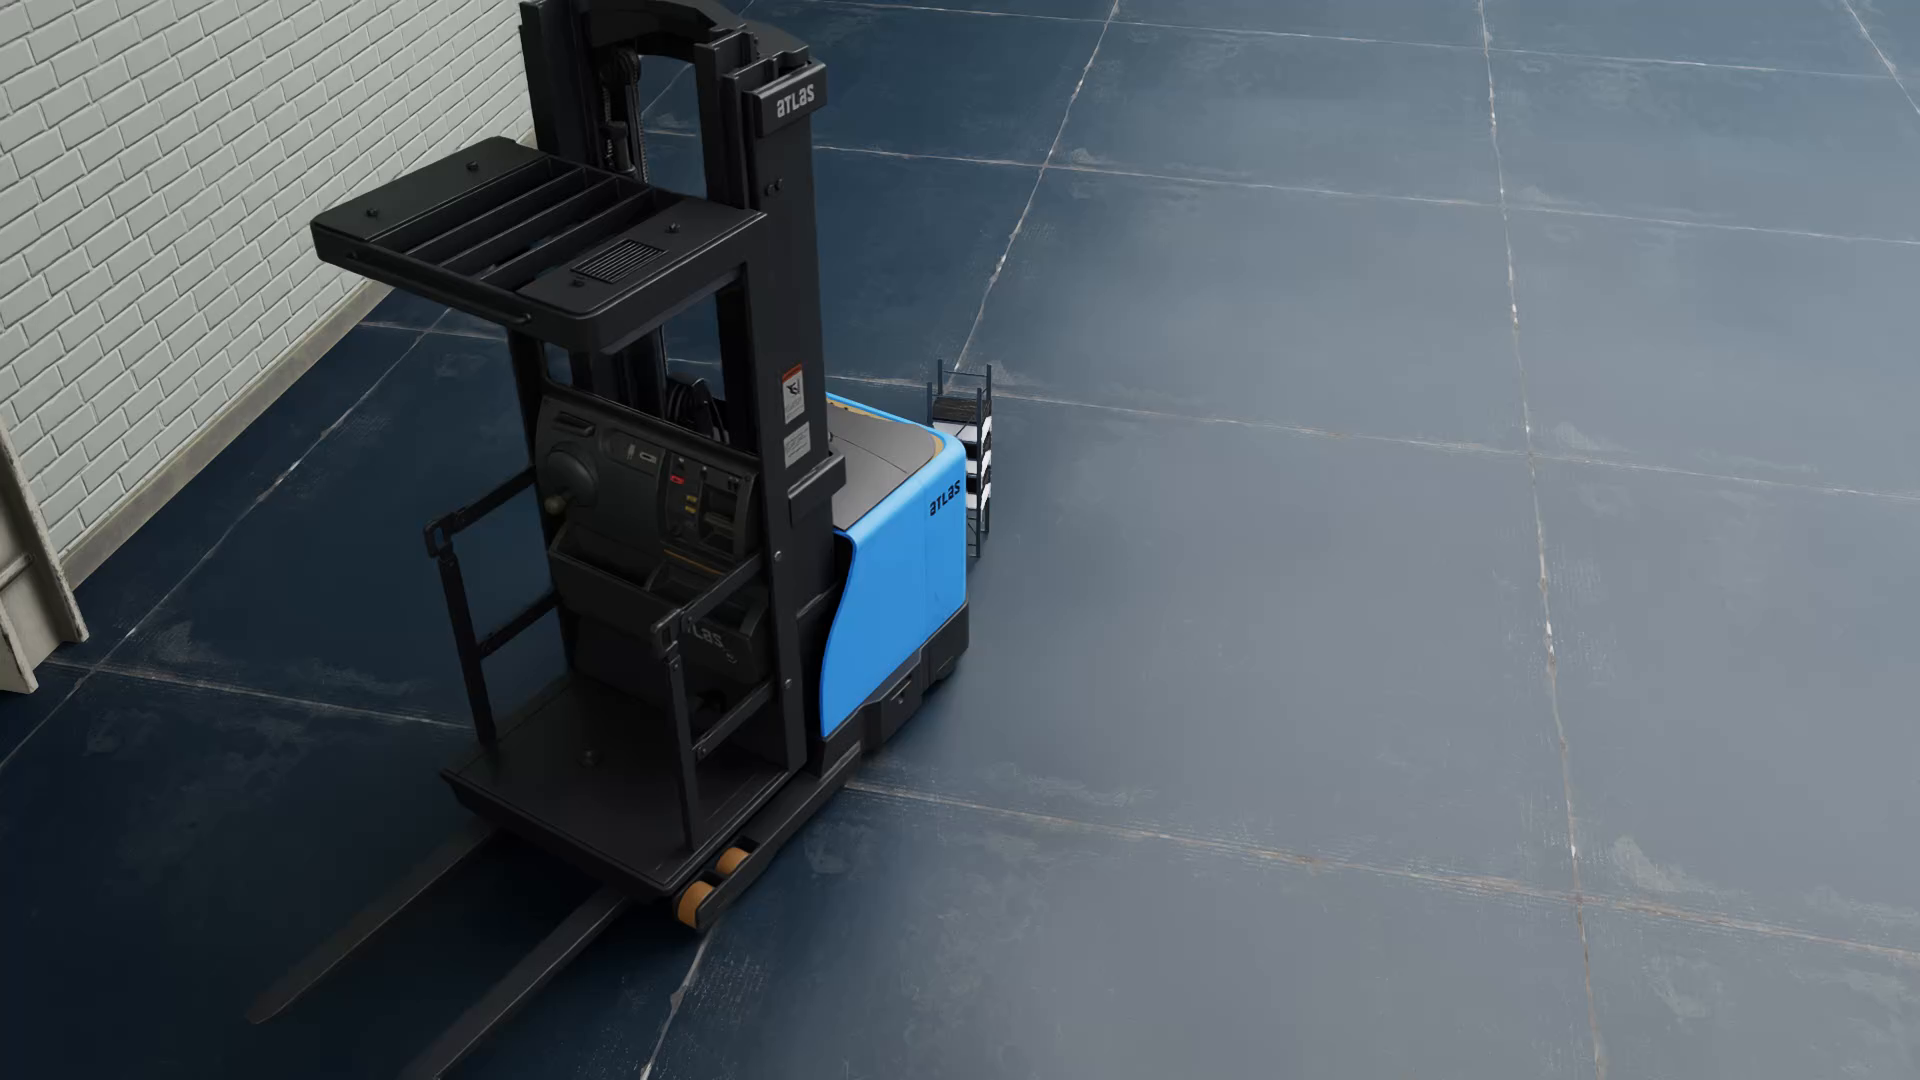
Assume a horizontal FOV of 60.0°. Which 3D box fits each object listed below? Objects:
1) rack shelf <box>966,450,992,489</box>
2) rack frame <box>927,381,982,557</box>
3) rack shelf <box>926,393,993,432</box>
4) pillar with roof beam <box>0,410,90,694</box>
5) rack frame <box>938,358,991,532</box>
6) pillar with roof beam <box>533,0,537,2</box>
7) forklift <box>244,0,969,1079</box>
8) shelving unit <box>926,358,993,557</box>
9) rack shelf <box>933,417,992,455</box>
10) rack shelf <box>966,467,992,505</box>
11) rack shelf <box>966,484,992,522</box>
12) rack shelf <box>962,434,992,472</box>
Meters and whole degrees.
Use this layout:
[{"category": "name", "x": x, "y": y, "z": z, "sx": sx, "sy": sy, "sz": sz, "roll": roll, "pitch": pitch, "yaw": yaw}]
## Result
[{"category": "rack shelf", "x": -0.002, "y": -0.333, "z": 7.499, "sx": 0.258, "sy": 0.077, "sz": 0.200, "roll": 7, "pitch": 37, "yaw": 10}, {"category": "rack frame", "x": -0.023, "y": -0.301, "z": 7.399, "sx": 0.240, "sy": 0.900, "sz": 0.006, "roll": 7, "pitch": 37, "yaw": 10}, {"category": "rack shelf", "x": -0.002, "y": -0.551, "z": 7.341, "sx": 0.258, "sy": 0.077, "sz": 0.200, "roll": 7, "pitch": 37, "yaw": 10}, {"category": "pillar with roof beam", "x": 0.256, "y": -2.601, "z": 3.670, "sx": 9.100, "sy": 9.000, "sz": 0.400, "roll": 7, "pitch": 37, "yaw": 10}, {"category": "rack frame", "x": 0.020, "y": -0.418, "z": 7.560, "sx": 0.240, "sy": 0.900, "sz": 0.006, "roll": 7, "pitch": 37, "yaw": 10}, {"category": "pillar with roof beam", "x": 1.538, "y": -6.040, "z": 8.416, "sx": 9.100, "sy": 9.000, "sz": 0.400, "roll": 7, "pitch": 37, "yaw": 10}, {"category": "forklift", "x": -1.179, "y": -0.134, "z": 5.437, "sx": 1.130, "sy": 2.935, "sz": 3.031, "roll": 21, "pitch": 41, "yaw": 26}, {"category": "shelving unit", "x": -0.002, "y": -0.360, "z": 7.479, "sx": 0.258, "sy": 0.900, "sz": 0.210, "roll": 7, "pitch": 37, "yaw": 10}, {"category": "rack shelf", "x": -0.002, "y": -0.478, "z": 7.393, "sx": 0.258, "sy": 0.077, "sz": 0.200, "roll": 7, "pitch": 37, "yaw": 10}, {"category": "rack shelf", "x": -0.002, "y": -0.260, "z": 7.552, "sx": 0.258, "sy": 0.077, "sz": 0.200, "roll": 7, "pitch": 37, "yaw": 10}, {"category": "rack shelf", "x": -0.002, "y": -0.187, "z": 7.605, "sx": 0.258, "sy": 0.077, "sz": 0.200, "roll": 7, "pitch": 37, "yaw": 10}, {"category": "rack shelf", "x": -0.002, "y": -0.406, "z": 7.446, "sx": 0.258, "sy": 0.077, "sz": 0.200, "roll": 7, "pitch": 37, "yaw": 10}]
